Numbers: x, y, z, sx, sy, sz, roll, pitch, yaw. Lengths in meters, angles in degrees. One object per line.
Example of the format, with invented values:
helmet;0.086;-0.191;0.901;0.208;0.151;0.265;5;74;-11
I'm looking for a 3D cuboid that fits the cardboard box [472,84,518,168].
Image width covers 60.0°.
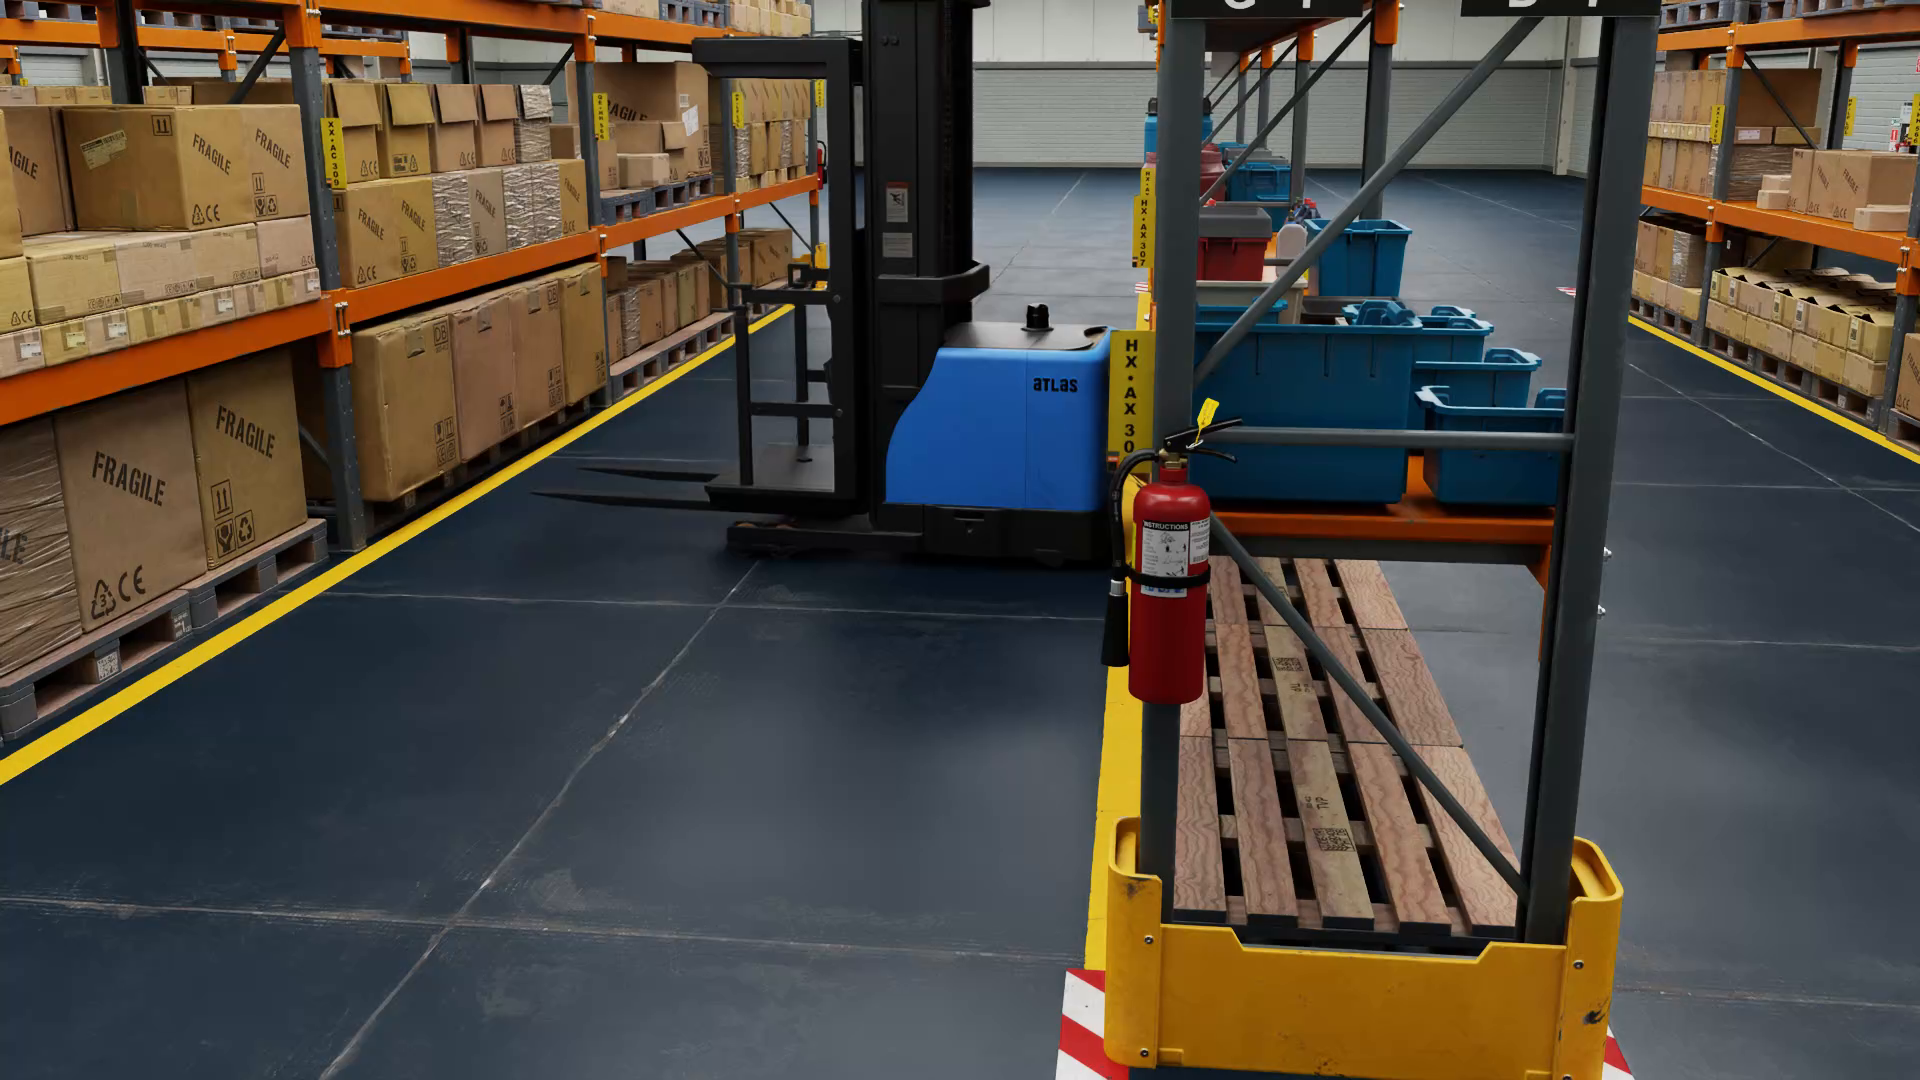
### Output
cardboard box;-3.259;-2.615;10.474;0.797;0.503;0.637;2;15;8

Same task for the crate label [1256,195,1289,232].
crate label;2.258;-2.312;11.788;0.303;0.233;0.416;2;15;6

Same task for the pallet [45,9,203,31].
pallet;-7.604;-4.767;15.165;0.805;0.209;1.217;1;15;4

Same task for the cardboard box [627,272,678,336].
cardboard box;-2.858;-2.057;14.469;0.700;0.500;0.500;0;15;1

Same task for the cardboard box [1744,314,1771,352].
cardboard box;6.804;-1.697;13.654;0.500;0.250;0.500;1;15;5

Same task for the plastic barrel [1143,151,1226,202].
plastic barrel;1.589;-2.490;11.863;0.600;0.536;0.708;2;15;6

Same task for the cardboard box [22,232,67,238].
cardboard box;-3.962;-1.097;6.691;0.500;0.250;0.500;2;15;8

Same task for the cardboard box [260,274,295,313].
cardboard box;-3.273;-1.127;7.563;0.380;0.149;0.250;2;15;7

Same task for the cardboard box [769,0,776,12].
cardboard box;-2.133;-5.596;17.387;0.380;0.149;0.250;1;15;3

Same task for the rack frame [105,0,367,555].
rack frame;-3.535;-1.403;8.106;1.000;3.000;0.127;2;15;6

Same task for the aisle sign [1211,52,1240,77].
aisle sign;3.044;-5.635;18.774;0.394;0.787;0.004;2;15;6

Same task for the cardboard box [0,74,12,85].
cardboard box;-11.868;-5.343;19.999;0.700;0.500;0.500;1;15;5

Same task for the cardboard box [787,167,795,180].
cardboard box;-2.057;-4.119;18.630;0.380;0.149;0.250;2;15;6

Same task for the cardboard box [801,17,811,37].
cardboard box;-1.983;-5.759;18.754;0.500;0.250;0.500;2;15;8

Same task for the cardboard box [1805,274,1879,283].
cardboard box;7.397;-2.083;14.008;0.500;0.311;0.500;2;15;8

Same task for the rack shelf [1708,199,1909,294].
rack shelf;6.985;-2.320;12.872;1.077;0.370;4.000;2;15;6

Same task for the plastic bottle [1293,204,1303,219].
plastic bottle;2.137;-1.976;10.469;0.097;0.271;0.097;0;15;0

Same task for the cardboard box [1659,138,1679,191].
cardboard box;7.424;-3.749;16.589;0.700;0.500;0.500;2;15;8

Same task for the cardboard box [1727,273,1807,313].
cardboard box;6.854;-2.102;14.079;0.500;0.311;0.500;2;15;6

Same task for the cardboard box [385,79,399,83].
cardboard box;-7.178;-5.187;19.741;0.875;0.550;0.550;2;15;6

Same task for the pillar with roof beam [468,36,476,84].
pillar with roof beam;-10.271;-15.349;48.186;9.100;9.000;0.400;2;15;6

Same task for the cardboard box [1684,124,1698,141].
cardboard box;7.145;-3.888;15.859;0.380;0.149;0.250;2;15;6

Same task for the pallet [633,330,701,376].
pallet;-2.854;-1.613;14.223;1.003;0.211;1.213;2;15;6

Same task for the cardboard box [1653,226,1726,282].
cardboard box;7.166;-2.809;16.330;0.500;0.500;0.500;2;15;6

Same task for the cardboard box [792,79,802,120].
cardboard box;-2.048;-4.911;18.399;0.500;0.500;0.500;2;15;6

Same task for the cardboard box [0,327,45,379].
cardboard box;-3.476;-0.661;5.840;0.380;0.149;0.250;2;15;6

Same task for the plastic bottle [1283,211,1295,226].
plastic bottle;1.923;-1.781;9.726;0.061;0.283;0.133;2;15;6

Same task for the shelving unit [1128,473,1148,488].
shelving unit;1.010;-0.439;8.764;0.215;0.252;1.050;34;0;1

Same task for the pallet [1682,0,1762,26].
pallet;7.281;-4.813;15.138;1.003;0.211;1.213;2;15;6

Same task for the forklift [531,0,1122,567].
forklift;-0.706;-1.455;8.428;3.031;2.935;1.130;3;15;11

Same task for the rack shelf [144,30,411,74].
rack shelf;-7.324;-5.270;18.037;1.077;0.370;4.000;2;15;6

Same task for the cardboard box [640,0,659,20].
cardboard box;-2.671;-4.198;12.980;0.500;0.250;0.500;2;15;7

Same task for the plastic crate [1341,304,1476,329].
plastic crate;1.472;-0.642;5.495;0.416;0.233;0.300;2;15;6

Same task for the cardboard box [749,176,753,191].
cardboard box;-2.267;-3.534;16.467;0.380;0.149;0.250;2;15;6

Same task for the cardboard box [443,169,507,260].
cardboard box;-3.069;-1.958;9.965;0.500;0.500;0.500;2;15;7

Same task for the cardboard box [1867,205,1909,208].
cardboard box;6.847;-2.359;12.122;0.380;0.149;0.250;3;15;10

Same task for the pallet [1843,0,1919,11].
pallet;6.747;-3.684;11.154;1.213;0.211;1.003;2;15;9

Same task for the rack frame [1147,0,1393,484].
rack frame;1.386;-1.258;7.566;1.000;3.000;0.127;2;15;6

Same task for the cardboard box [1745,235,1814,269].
cardboard box;7.574;-2.534;15.314;0.500;0.500;0.500;2;15;6

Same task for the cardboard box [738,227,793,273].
cardboard box;-2.268;-3.350;19.290;0.500;0.500;0.500;5;16;17

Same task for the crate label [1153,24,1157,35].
crate label;2.201;-5.270;16.945;0.502;0.251;0.408;2;15;6

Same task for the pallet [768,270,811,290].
pallet;-2.316;-2.940;19.132;1.003;0.211;1.213;2;15;6

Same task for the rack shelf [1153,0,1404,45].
rack shelf;1.161;-1.840;5.350;1.077;0.370;4.000;2;15;6

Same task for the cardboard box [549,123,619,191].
cardboard box;-3.099;-2.981;12.943;0.700;0.500;0.500;4;16;15

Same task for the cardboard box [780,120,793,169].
cardboard box;-2.307;-4.304;18.072;0.875;0.500;0.500;2;15;6

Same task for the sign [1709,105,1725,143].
sign;6.659;-3.658;14.632;0.100;0.325;0.005;2;15;6

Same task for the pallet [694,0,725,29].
pallet;-2.808;-4.679;14.832;1.213;0.211;1.003;2;15;6

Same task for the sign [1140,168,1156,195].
sign;1.290;-2.388;11.435;0.100;0.325;0.005;2;15;6

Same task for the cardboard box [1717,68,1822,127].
cardboard box;7.254;-3.975;14.941;0.700;0.500;0.500;2;15;7

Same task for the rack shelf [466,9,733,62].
rack shelf;-2.858;-4.060;13.563;1.077;0.370;4.000;2;15;6

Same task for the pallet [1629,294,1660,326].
pallet;7.477;-2.362;16.992;1.003;0.211;1.213;2;15;6
